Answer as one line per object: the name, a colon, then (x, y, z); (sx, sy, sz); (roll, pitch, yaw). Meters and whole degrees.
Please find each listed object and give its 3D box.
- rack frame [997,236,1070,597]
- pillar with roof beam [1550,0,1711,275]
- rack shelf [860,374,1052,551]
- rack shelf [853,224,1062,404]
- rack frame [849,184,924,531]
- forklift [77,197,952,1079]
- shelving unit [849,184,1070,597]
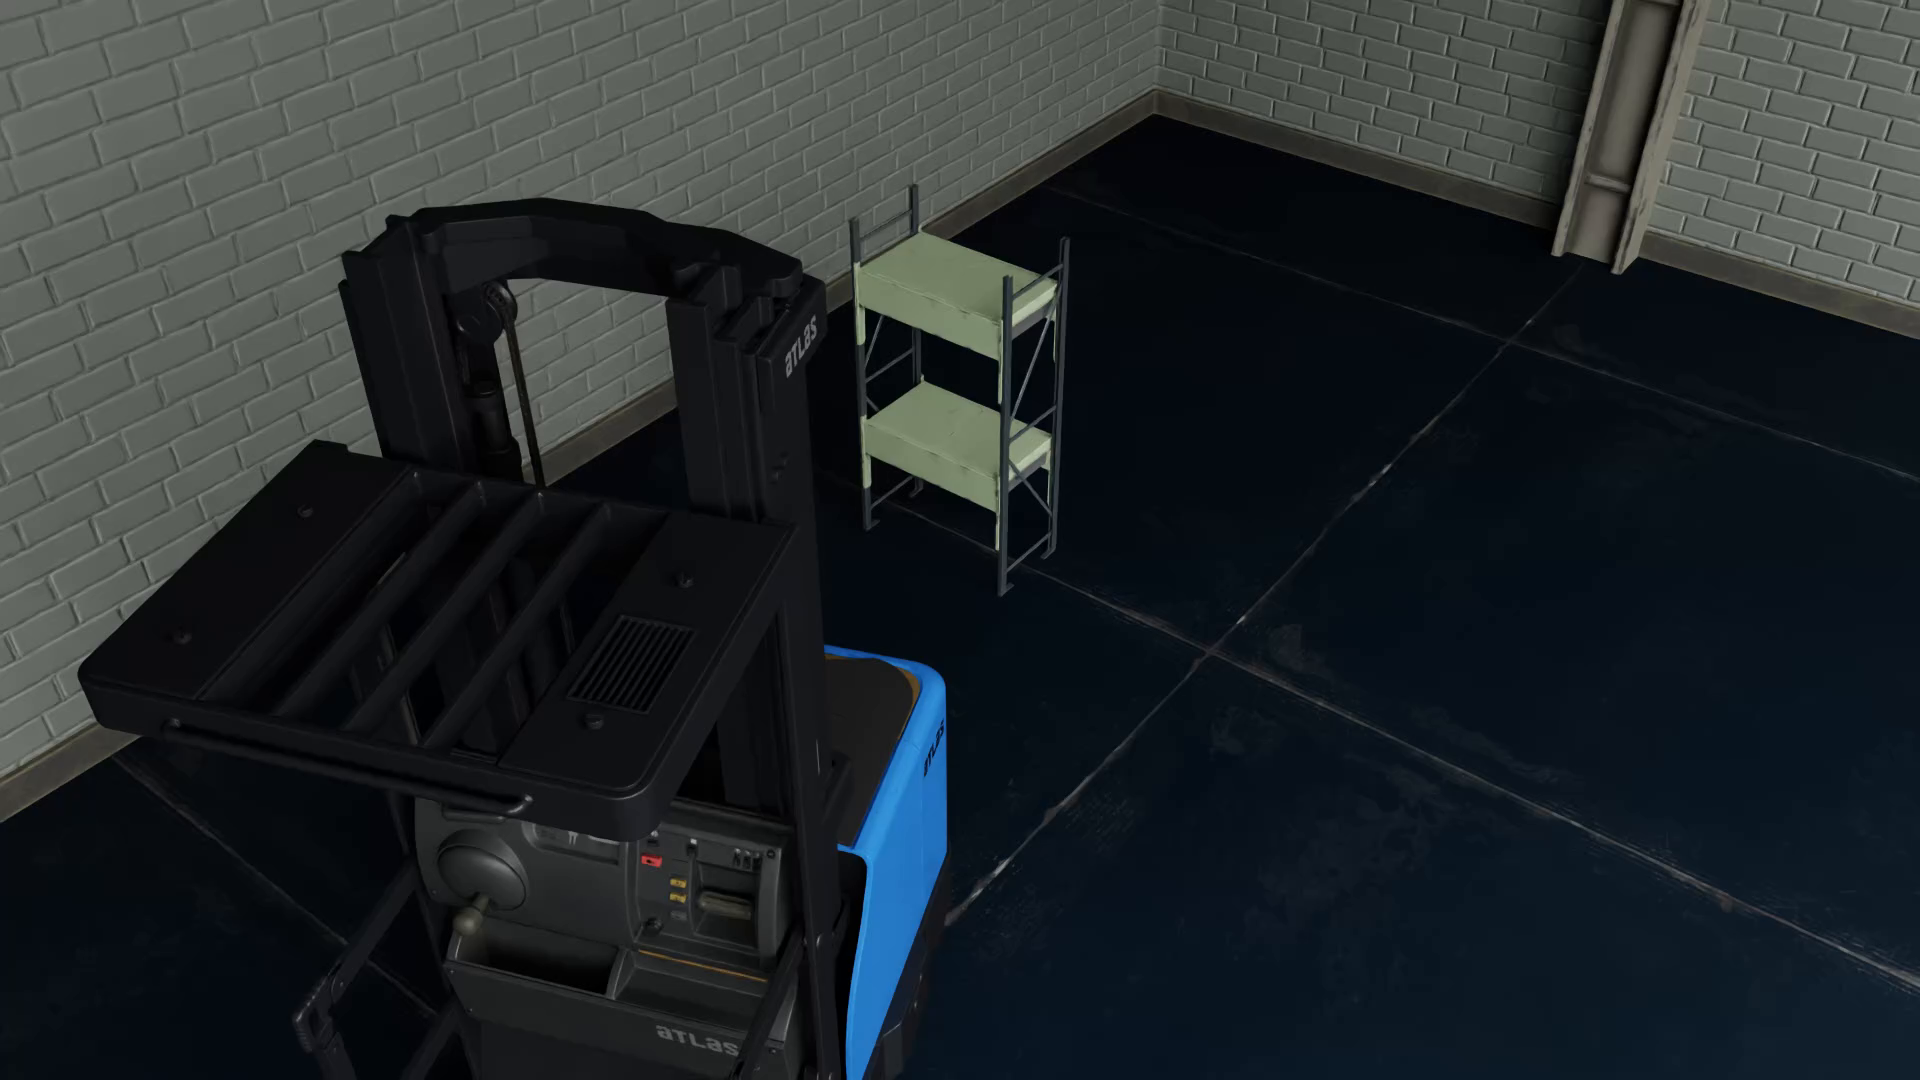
rack frame: (0.285, -0.456, 6.616); (0.023, 1.500, 0.400); (25, 45, 29)
pillar with roof beam: (0.931, -3.033, 3.825); (0.400, 9.000, 9.100); (25, 45, 29)
rack shelf: (-0.005, -0.336, 6.992); (0.720, 0.370, 0.431); (25, 45, 29)
rack shelf: (-0.005, -0.900, 6.550); (0.720, 0.370, 0.431); (25, 45, 29)
rack frame: (-0.296, -0.730, 6.966); (0.023, 1.500, 0.400); (25, 45, 29)
forklift: (-0.916, 0.867, 3.765); (1.130, 2.935, 3.031); (10, 39, 12)
shelving unit: (-0.005, -0.593, 6.791); (0.755, 1.500, 0.431); (25, 45, 29)
